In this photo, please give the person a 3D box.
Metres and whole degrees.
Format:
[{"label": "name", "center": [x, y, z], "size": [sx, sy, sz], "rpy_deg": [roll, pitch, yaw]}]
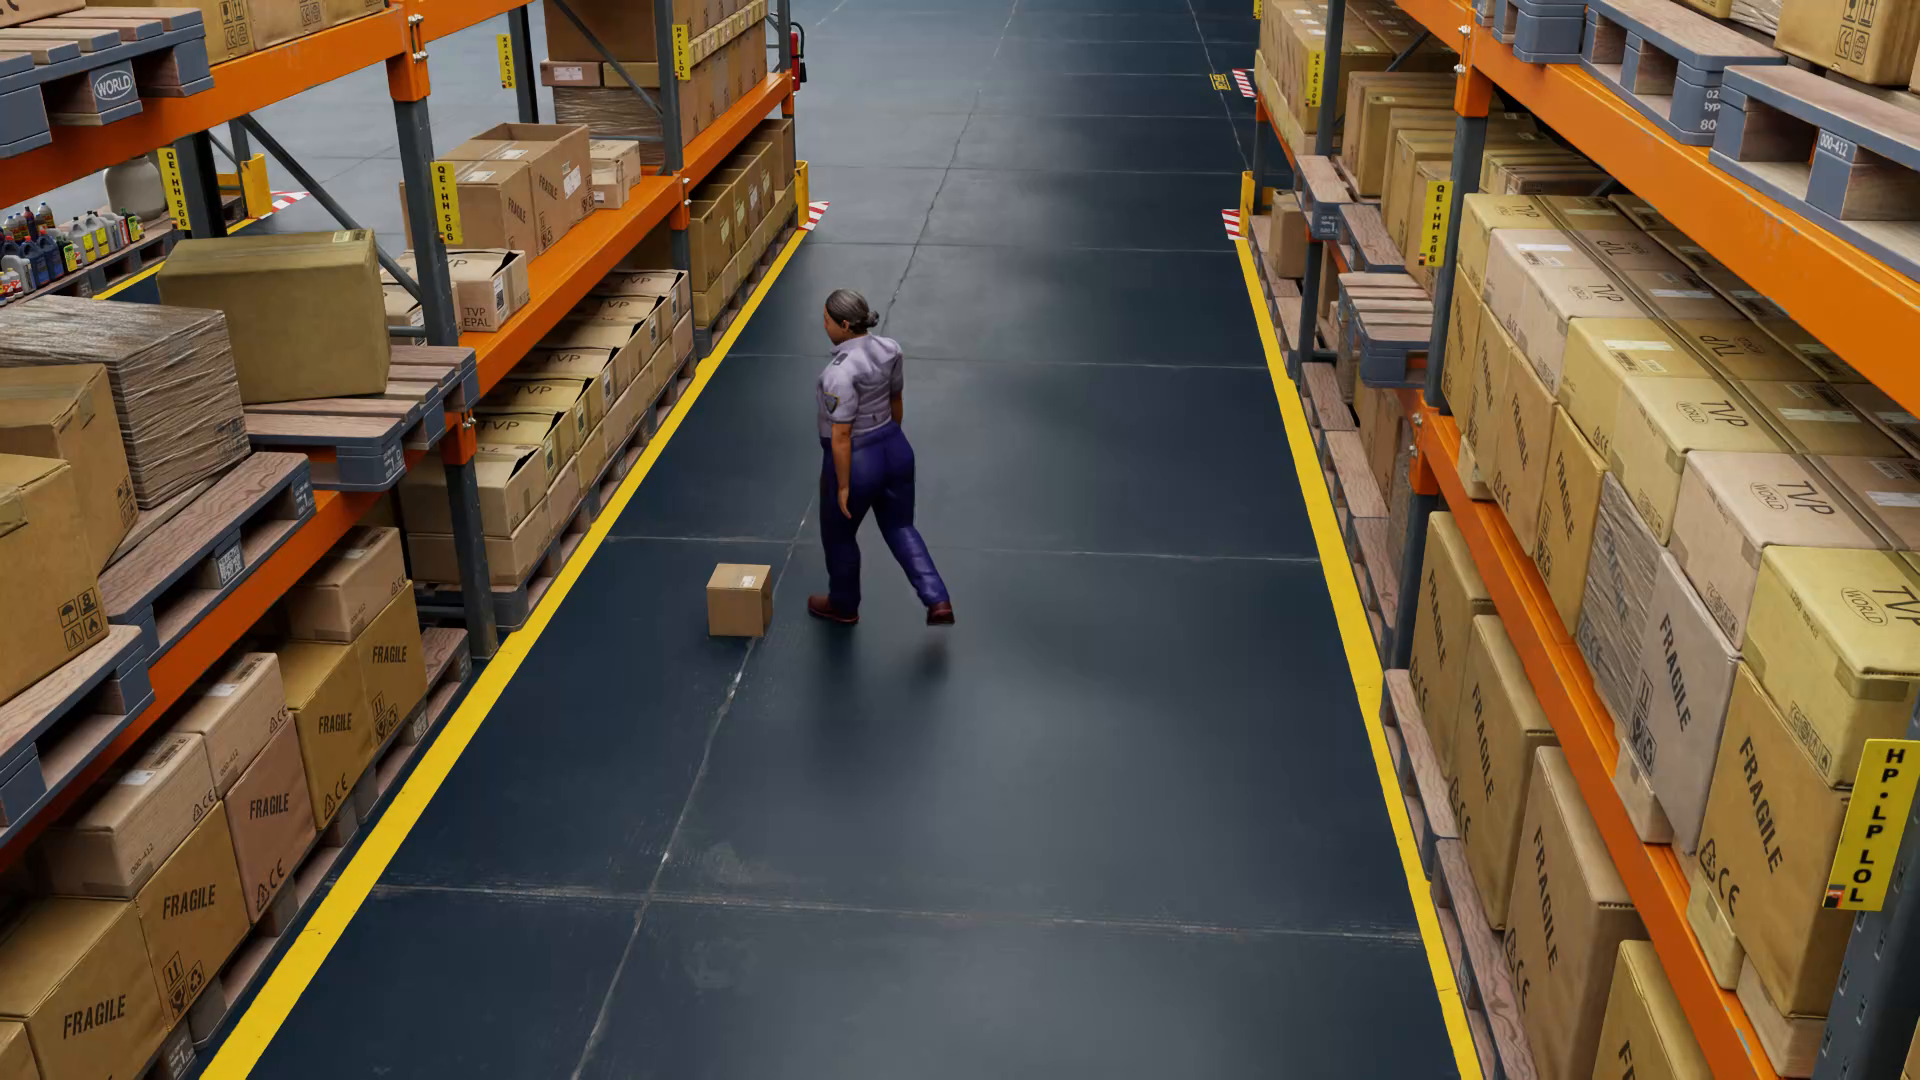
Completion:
[{"label": "person", "center": [-0.377, -0.318, 7.332], "size": [0.847, 1.611, 0.541], "rpy_deg": [20, 32, 37]}]
